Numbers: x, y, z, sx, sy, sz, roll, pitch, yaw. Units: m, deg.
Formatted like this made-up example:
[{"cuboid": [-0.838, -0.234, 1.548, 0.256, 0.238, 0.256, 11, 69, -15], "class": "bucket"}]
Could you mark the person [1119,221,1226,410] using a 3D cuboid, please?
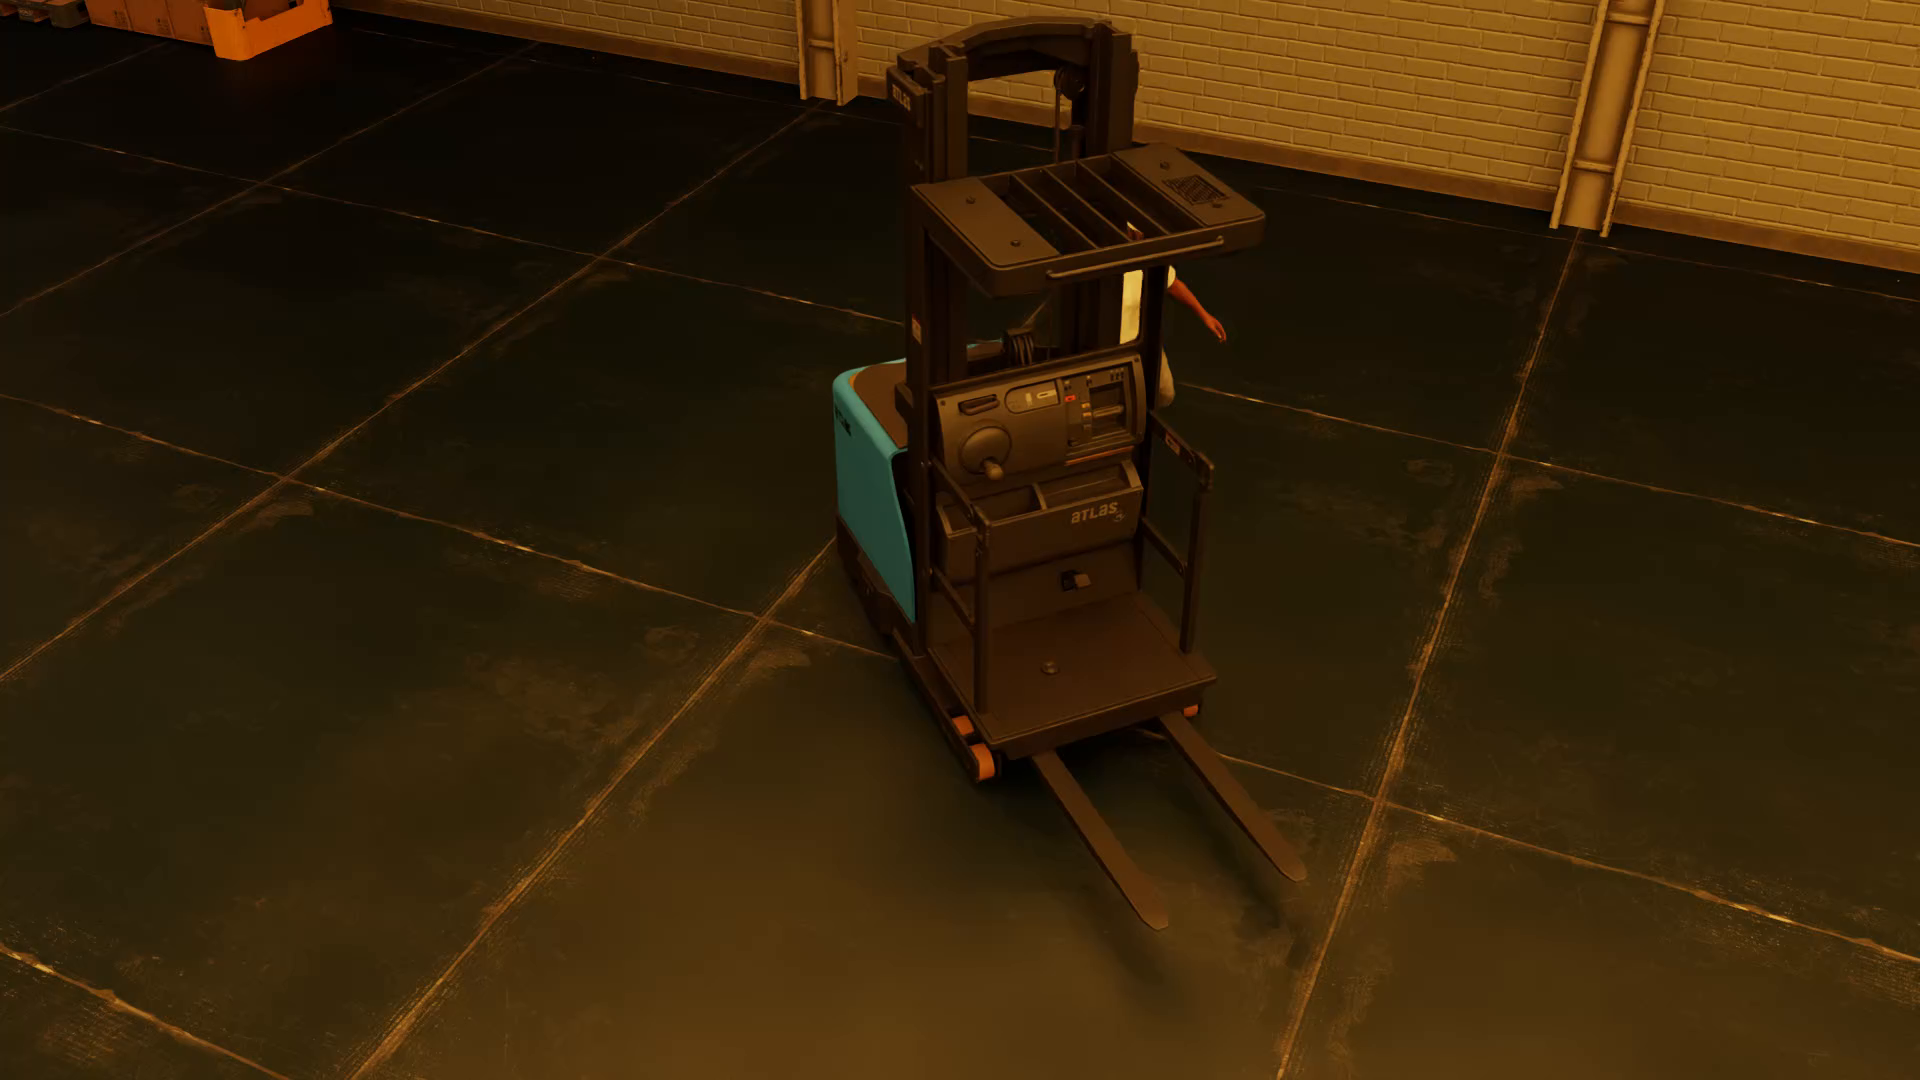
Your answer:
[{"cuboid": [0.913, -1.013, 8.658, 0.679, 1.643, 1.018, 29, 44, 34], "class": "person"}]

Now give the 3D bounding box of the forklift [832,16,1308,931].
[{"cuboid": [0.431, -0.440, 6.704, 1.130, 2.935, 3.031, -14, 38, -19], "class": "forklift"}]
